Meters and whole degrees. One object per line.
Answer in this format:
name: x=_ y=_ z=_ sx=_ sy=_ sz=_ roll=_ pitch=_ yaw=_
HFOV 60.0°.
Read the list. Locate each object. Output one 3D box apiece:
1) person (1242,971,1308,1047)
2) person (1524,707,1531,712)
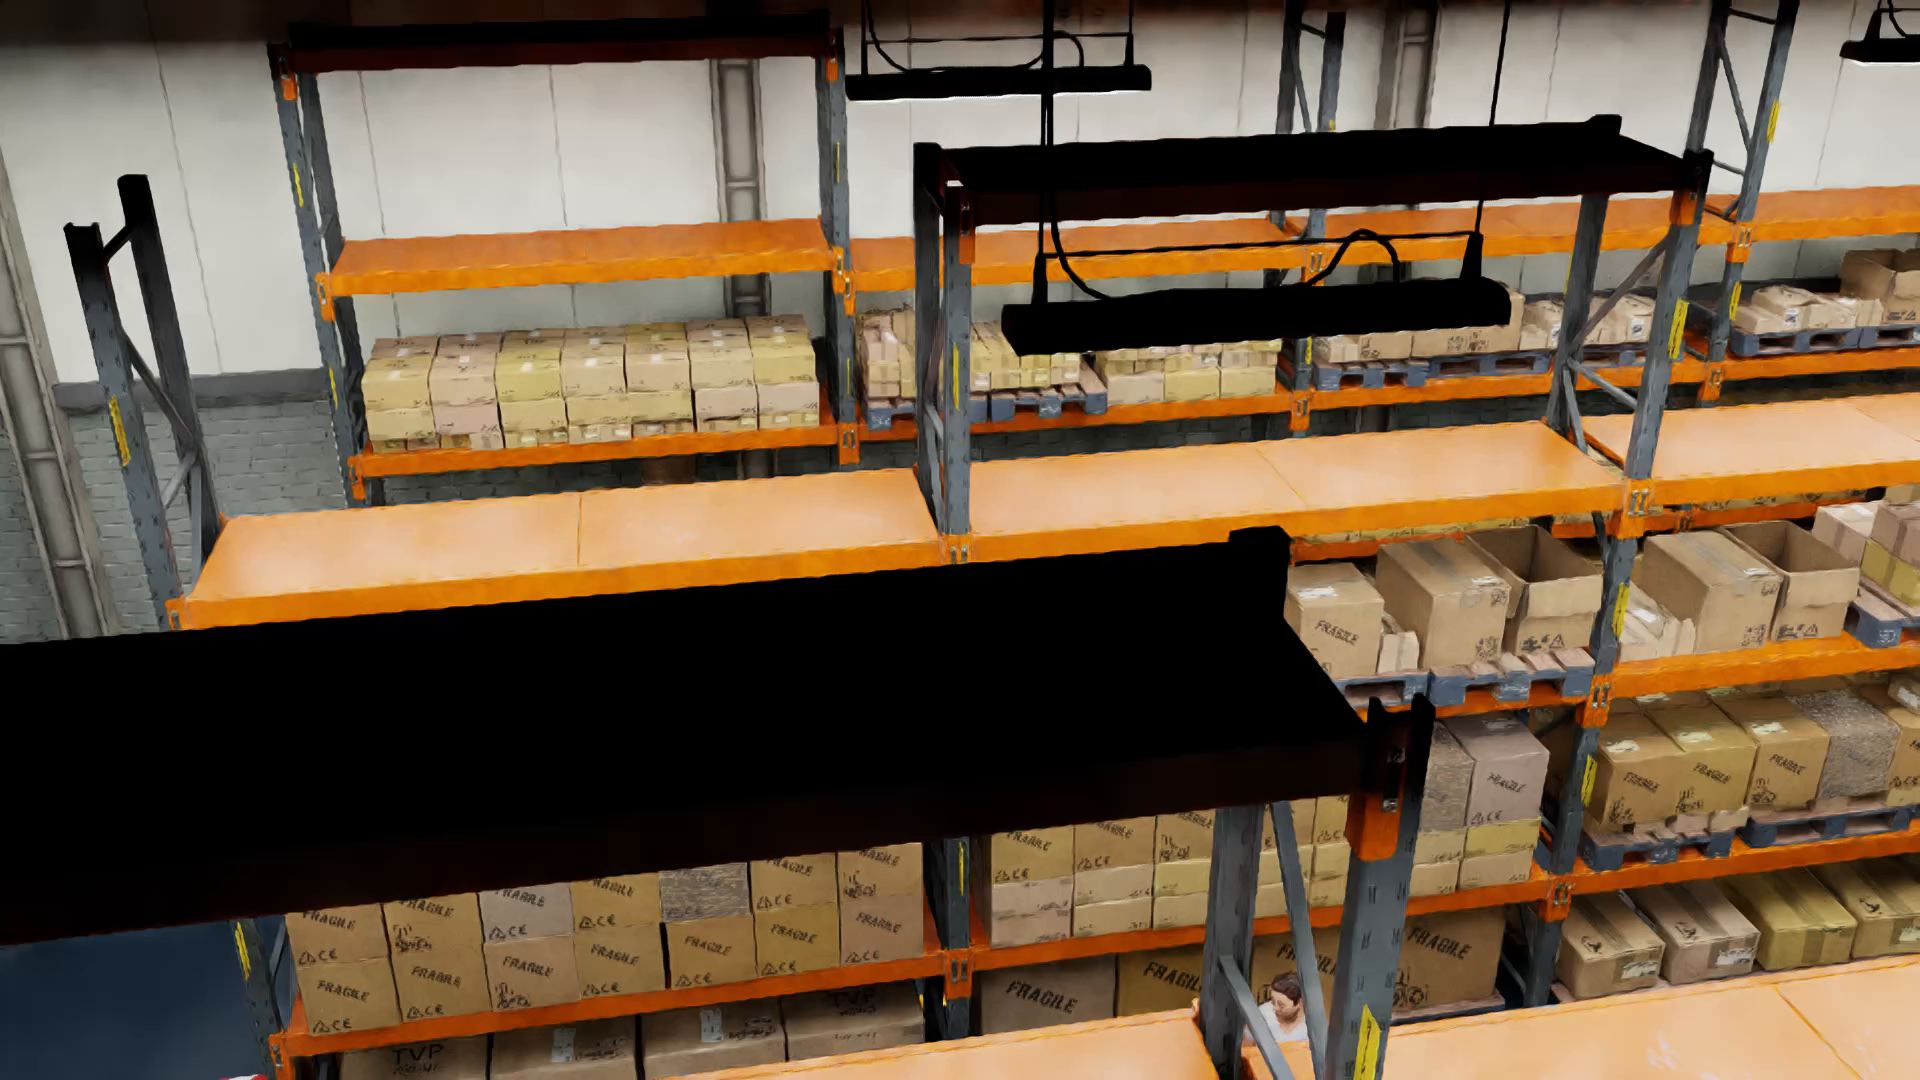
person: x=1.853 y=3.210 z=9.704 sx=0.581 sy=1.665 sz=0.586 roll=4 pitch=26 yaw=8
person: x=4.957 y=0.849 z=14.680 sx=0.535 sy=1.588 sz=0.532 roll=7 pitch=27 yaw=14
